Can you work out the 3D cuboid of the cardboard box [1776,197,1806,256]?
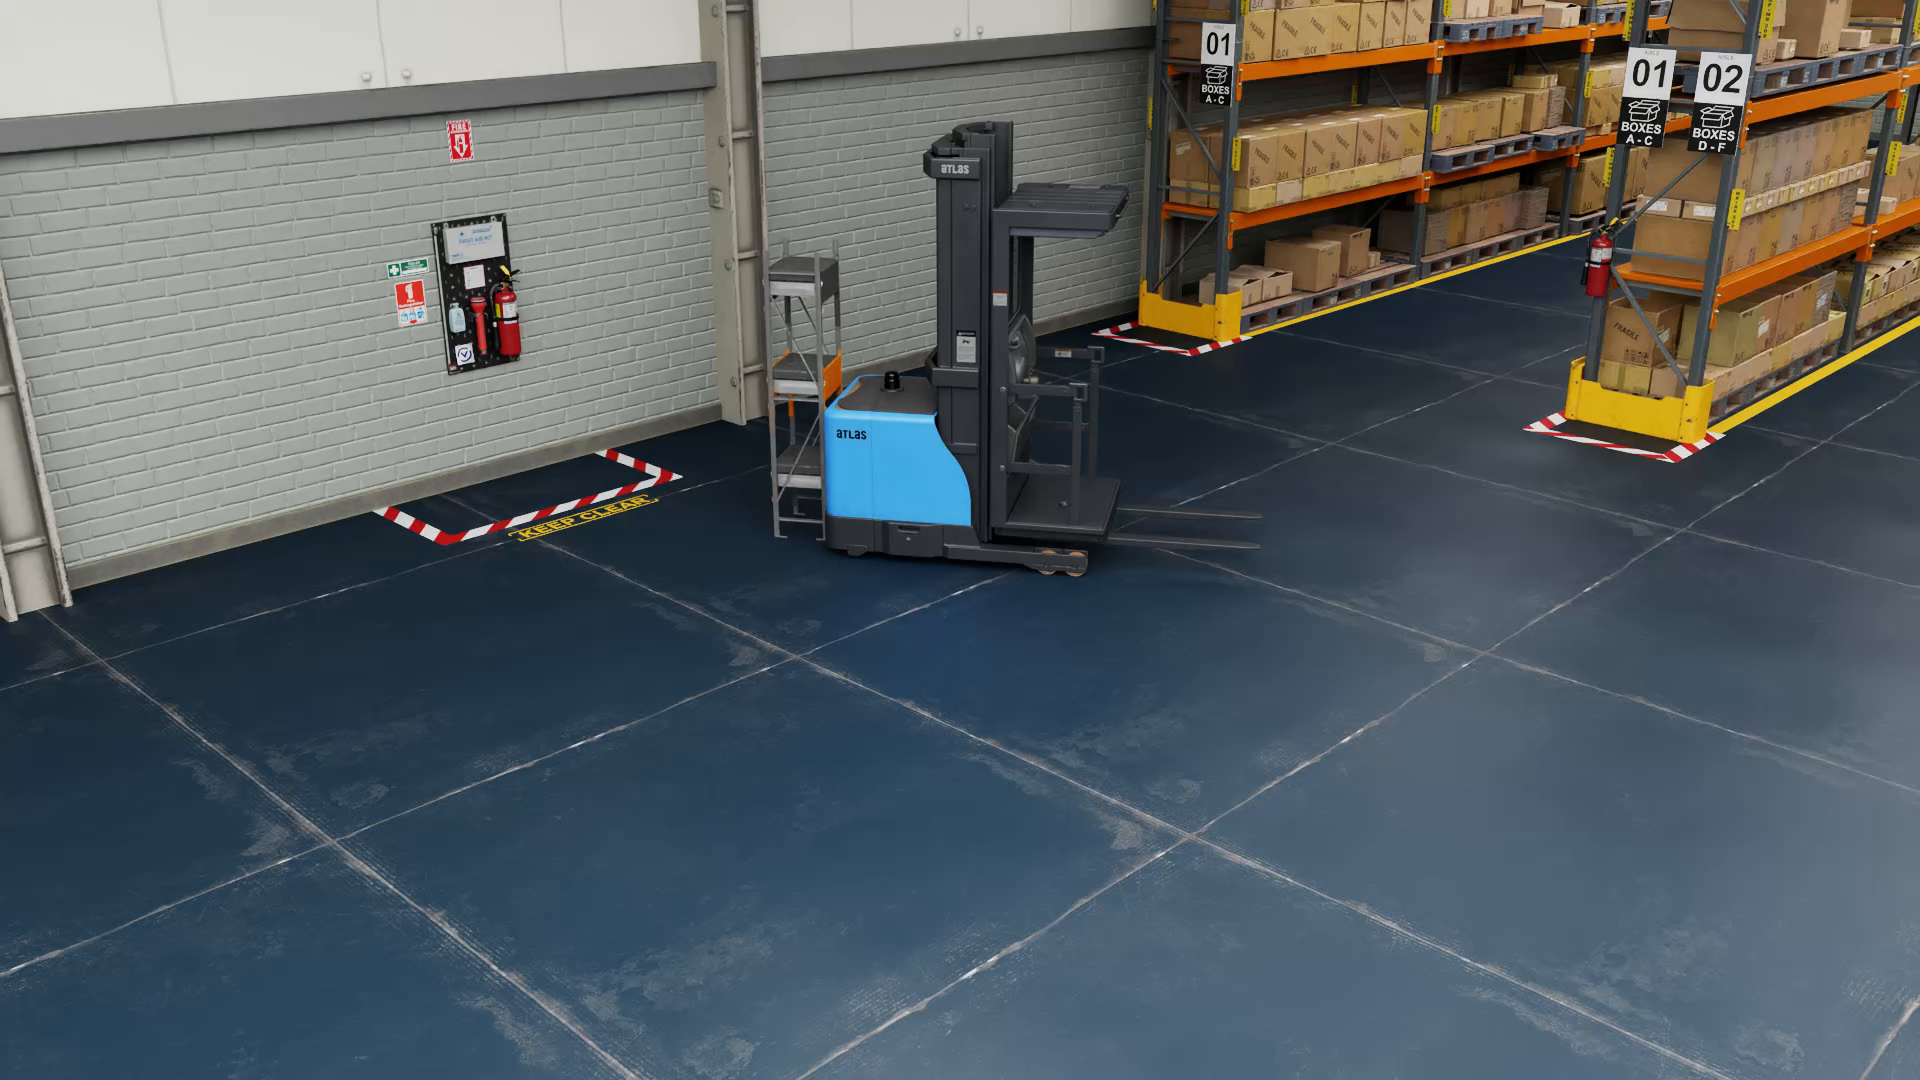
[{"bbox_3d":[7.377,-2.972,15.486,0.500,0.500,0.700,-19,28,-40],"label":"cardboard box"}]

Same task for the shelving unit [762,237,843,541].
[{"bbox_3d":[-1.107,-1.074,11.941,0.431,2.100,0.503,4,21,10],"label":"shelving unit"}]

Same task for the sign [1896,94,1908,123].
[{"bbox_3d":[11.150,-5.103,19.667,0.100,0.325,0.005,19,28,41],"label":"sign"}]

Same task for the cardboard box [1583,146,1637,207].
[{"bbox_3d":[9.216,-5.277,24.035,0.750,0.750,0.750,19,28,40],"label":"cardboard box"}]

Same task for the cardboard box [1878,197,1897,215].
[{"bbox_3d":[9.519,-3.497,17.342,0.380,0.149,0.250,19,28,41],"label":"cardboard box"}]

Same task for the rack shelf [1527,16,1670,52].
[{"bbox_3d":[9.388,-7.283,23.665,1.077,0.370,4.000,19,28,41],"label":"rack shelf"}]

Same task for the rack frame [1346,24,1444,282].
[{"bbox_3d":[5.203,-4.677,20.061,1.000,3.000,0.127,19,28,41],"label":"rack frame"}]

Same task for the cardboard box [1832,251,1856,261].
[{"bbox_3d":[9.540,-3.051,18.297,0.500,0.311,0.500,19,28,40],"label":"cardboard box"}]

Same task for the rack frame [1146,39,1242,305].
[{"bbox_3d":[2.412,-3.648,17.386,1.000,3.000,0.127,19,28,41],"label":"rack frame"}]

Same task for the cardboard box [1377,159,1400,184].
[{"bbox_3d":[4.736,-4.292,19.242,0.500,0.250,0.500,19,28,41],"label":"cardboard box"}]

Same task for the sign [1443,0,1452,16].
[{"bbox_3d":[5.597,-6.184,19.082,0.100,0.325,0.005,19,28,41],"label":"sign"}]

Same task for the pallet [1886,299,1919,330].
[{"bbox_3d":[10.092,-2.651,18.676,1.003,0.211,1.213,19,28,41],"label":"pallet"}]

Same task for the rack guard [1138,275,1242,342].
[{"bbox_3d":[2.465,-2.501,17.885,1.175,0.500,0.348,19,28,41],"label":"rack guard"}]

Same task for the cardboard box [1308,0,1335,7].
[{"bbox_3d":[3.591,-5.860,17.399,0.500,0.500,0.500,-19,28,-41],"label":"cardboard box"}]

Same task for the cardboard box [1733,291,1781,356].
[{"bbox_3d":[7.185,-2.015,15.338,0.500,0.500,0.500,19,28,41],"label":"cardboard box"}]

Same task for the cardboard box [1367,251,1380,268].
[{"bbox_3d":[4.851,-3.415,20.113,0.380,0.166,0.250,15,26,34],"label":"cardboard box"}]

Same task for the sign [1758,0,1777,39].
[{"bbox_3d":[6.358,-4.114,13.088,0.100,0.325,0.005,19,28,41],"label":"sign"}]

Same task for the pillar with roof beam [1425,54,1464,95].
[{"bbox_3d":[9.551,-7.310,18.551,9.100,9.000,0.400,19,28,41],"label":"pillar with roof beam"}]

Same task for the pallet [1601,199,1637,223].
[{"bbox_3d":[9.448,-4.899,24.527,1.003,0.211,1.213,19,28,41],"label":"pallet"}]

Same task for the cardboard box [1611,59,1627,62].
[{"bbox_3d":[9.567,-6.703,23.705,0.500,0.250,0.500,19,28,40],"label":"cardboard box"}]

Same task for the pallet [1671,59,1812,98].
[{"bbox_3d":[6.476,-3.944,14.097,1.003,0.211,1.213,19,28,41],"label":"pallet"}]

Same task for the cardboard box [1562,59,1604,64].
[{"bbox_3d":[8.848,-6.695,23.684,0.500,0.250,0.500,18,28,39],"label":"cardboard box"}]

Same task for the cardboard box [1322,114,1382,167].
[{"bbox_3d":[4.391,-4.511,18.765,0.500,0.500,0.500,18,28,39],"label":"cardboard box"}]

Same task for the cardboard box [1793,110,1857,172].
[{"bbox_3d":[8.098,-3.844,15.948,0.700,0.500,0.500,19,28,41],"label":"cardboard box"}]

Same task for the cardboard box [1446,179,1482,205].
[{"bbox_3d":[6.369,-4.507,21.446,0.500,0.250,0.500,18,28,39],"label":"cardboard box"}]

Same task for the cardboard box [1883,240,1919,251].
[{"bbox_3d":[10.644,-3.180,18.632,0.500,0.311,0.500,19,28,40],"label":"cardboard box"}]

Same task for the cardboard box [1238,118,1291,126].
[{"bbox_3d":[3.305,-4.373,18.407,0.500,0.500,0.500,18,28,39],"label":"cardboard box"}]

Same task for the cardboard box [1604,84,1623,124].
[{"bbox_3d":[8.887,-6.093,23.164,0.500,0.500,0.500,-19,28,-40],"label":"cardboard box"}]

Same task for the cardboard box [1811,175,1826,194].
[{"bbox_3d":[7.832,-3.338,15.534,0.250,0.149,0.380,-19,28,-41],"label":"cardboard box"}]

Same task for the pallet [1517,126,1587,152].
[{"bbox_3d":[7.572,-5.406,22.225,1.213,0.211,1.003,19,28,41],"label":"pallet"}]

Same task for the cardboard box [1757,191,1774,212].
[{"bbox_3d":[6.927,-3.003,14.662,0.380,0.149,0.250,19,28,40],"label":"cardboard box"}]

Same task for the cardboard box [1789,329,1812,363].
[{"bbox_3d":[7.894,-1.918,16.132,0.500,0.250,0.500,19,28,41],"label":"cardboard box"}]

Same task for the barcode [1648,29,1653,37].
[{"bbox_3d":[5.829,-4.279,14.036,0.001,0.075,0.075,19,28,41],"label":"barcode"}]

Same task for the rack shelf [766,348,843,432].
[{"bbox_3d":[-1.107,-1.061,11.946,0.431,0.518,0.480,4,21,10],"label":"rack shelf"}]

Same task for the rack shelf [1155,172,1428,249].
[{"bbox_3d":[3.808,-3.827,18.853,1.077,0.370,4.000,19,28,41],"label":"rack shelf"}]

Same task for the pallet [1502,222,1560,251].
[{"bbox_3d":[7.447,-4.203,22.715,1.003,0.211,1.213,19,28,41],"label":"pallet"}]

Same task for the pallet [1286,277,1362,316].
[{"bbox_3d":[3.908,-2.878,19.269,1.003,0.211,1.213,19,28,41],"label":"pallet"}]

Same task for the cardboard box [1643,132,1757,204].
[{"bbox_3d":[6.336,-3.192,14.251,0.700,0.500,0.500,19,28,41],"label":"cardboard box"}]

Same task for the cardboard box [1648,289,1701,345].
[{"bbox_3d":[6.812,-2.145,15.677,0.500,0.500,0.500,19,28,41],"label":"cardboard box"}]

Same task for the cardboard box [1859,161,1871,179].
[{"bbox_3d":[8.718,-3.664,16.382,0.380,0.149,0.250,19,28,41],"label":"cardboard box"}]

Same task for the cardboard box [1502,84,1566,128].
[{"bbox_3d":[7.673,-5.834,22.319,0.700,0.500,0.500,15,26,35],"label":"cardboard box"}]

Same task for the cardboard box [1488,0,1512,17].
[{"bbox_3d":[6.502,-6.757,20.568,0.500,0.500,0.500,18,27,39],"label":"cardboard box"}]

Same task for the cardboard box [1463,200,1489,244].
[{"bbox_3d":[6.414,-4.175,21.627,0.700,0.500,0.500,20,28,41],"label":"cardboard box"}]

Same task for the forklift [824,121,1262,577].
[{"bbox_3d":[0.616,-1.325,11.436,3.031,2.935,1.130,4,21,10],"label":"forklift"}]

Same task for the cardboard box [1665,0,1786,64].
[{"bbox_3d":[6.368,-4.266,13.887,0.637,0.503,0.797,-18,27,-38],"label":"cardboard box"}]

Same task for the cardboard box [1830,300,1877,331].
[{"bbox_3d":[9.214,-2.392,17.364,0.500,0.250,0.500,18,28,39],"label":"cardboard box"}]

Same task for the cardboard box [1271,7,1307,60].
[{"bbox_3d":[3.225,-5.257,17.223,0.500,0.500,0.500,-18,27,-39],"label":"cardboard box"}]

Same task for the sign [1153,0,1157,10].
[{"bbox_3d":[2.029,-5.606,17.064,0.100,0.325,0.005,19,28,41],"label":"sign"}]

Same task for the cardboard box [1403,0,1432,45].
[{"bbox_3d":[5.026,-5.941,19.001,0.500,0.500,0.500,-19,28,-41],"label":"cardboard box"}]

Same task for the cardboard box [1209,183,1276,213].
[{"bbox_3d":[2.980,-3.634,17.529,0.500,0.250,0.500,18,28,39],"label":"cardboard box"}]

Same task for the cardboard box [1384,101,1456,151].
[{"bbox_3d":[5.582,-5.051,20.282,0.700,0.500,0.500,19,28,41],"label":"cardboard box"}]
